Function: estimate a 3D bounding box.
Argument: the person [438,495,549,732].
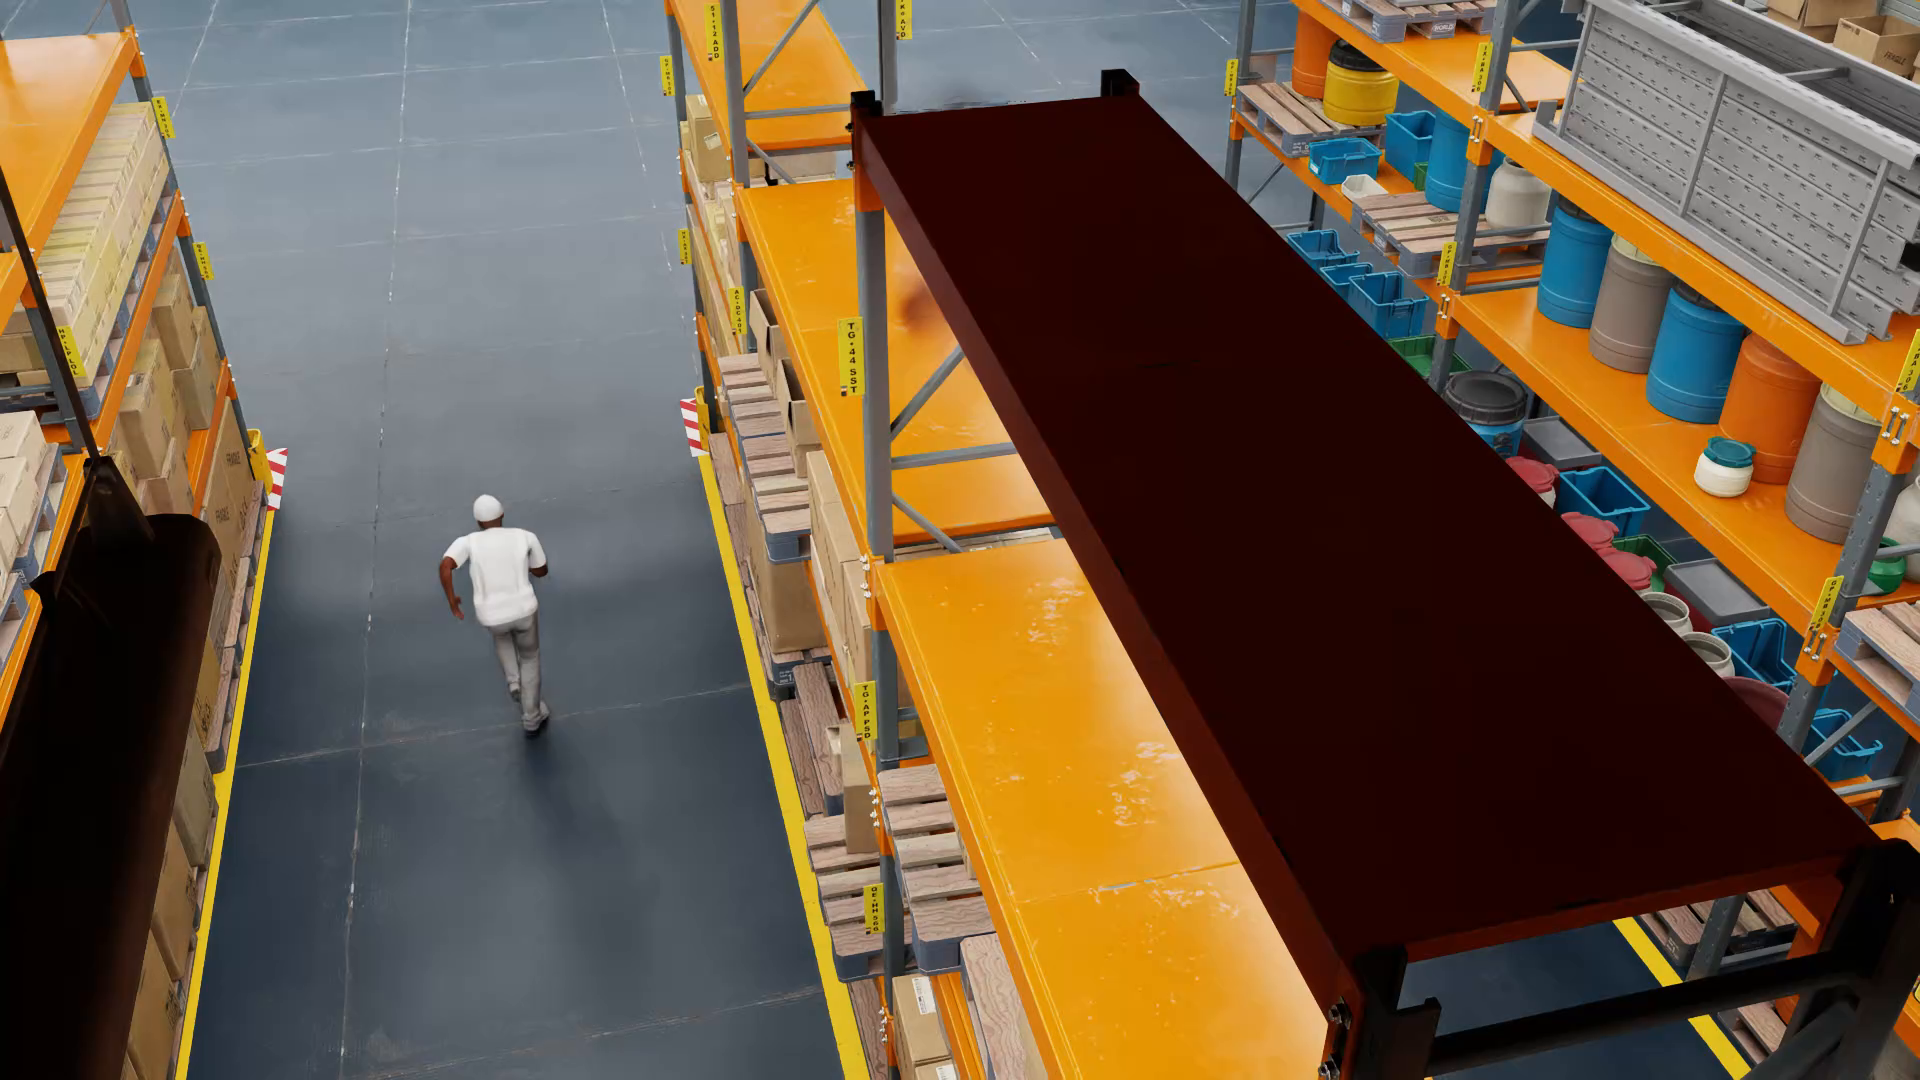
[{"bbox_3d":[-3.278,0.518,11.912,0.740,1.604,0.930,-11,36,-16],"label":"person"}]
